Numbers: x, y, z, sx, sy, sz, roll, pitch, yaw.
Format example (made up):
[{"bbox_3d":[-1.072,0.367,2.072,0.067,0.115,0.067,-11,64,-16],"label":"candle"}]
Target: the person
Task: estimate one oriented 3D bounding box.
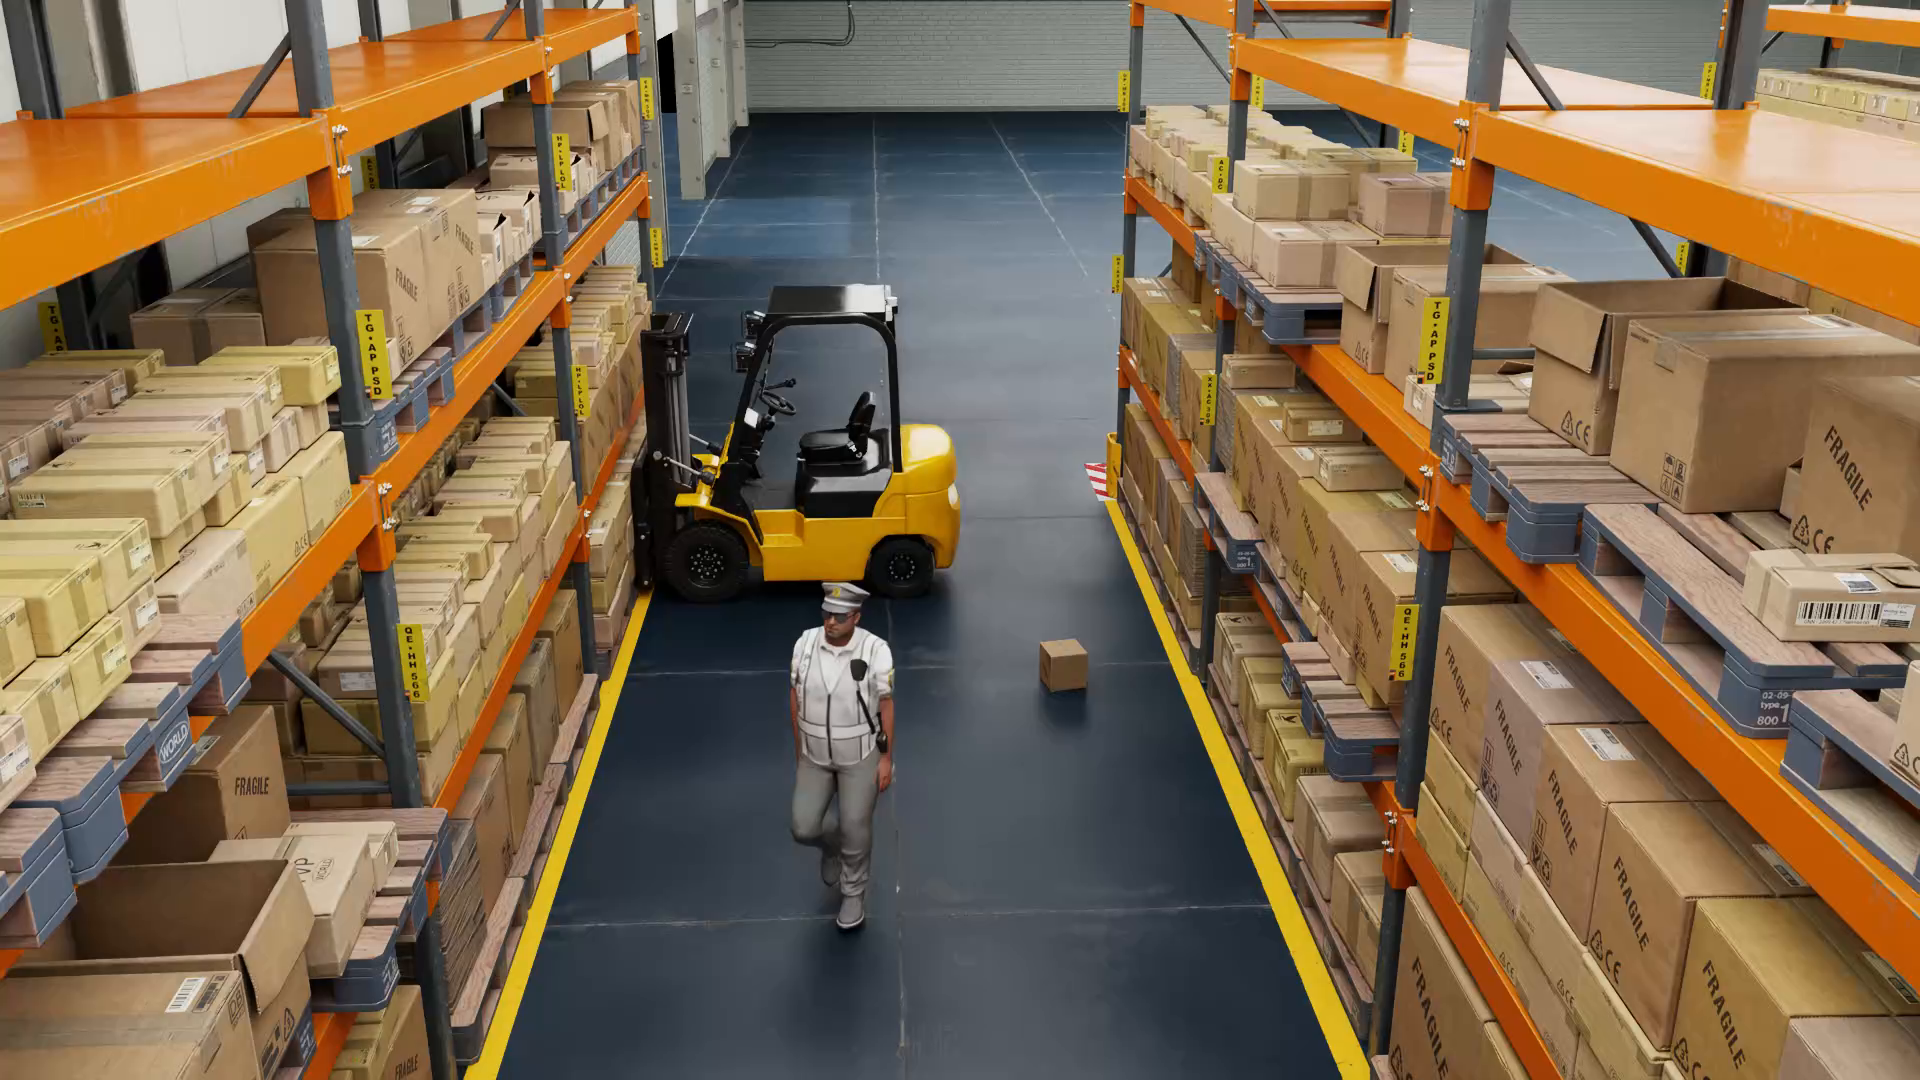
[{"bbox_3d":[-0.585,1.019,8.212,0.537,1.757,0.558,4,21,11],"label":"person"}]
